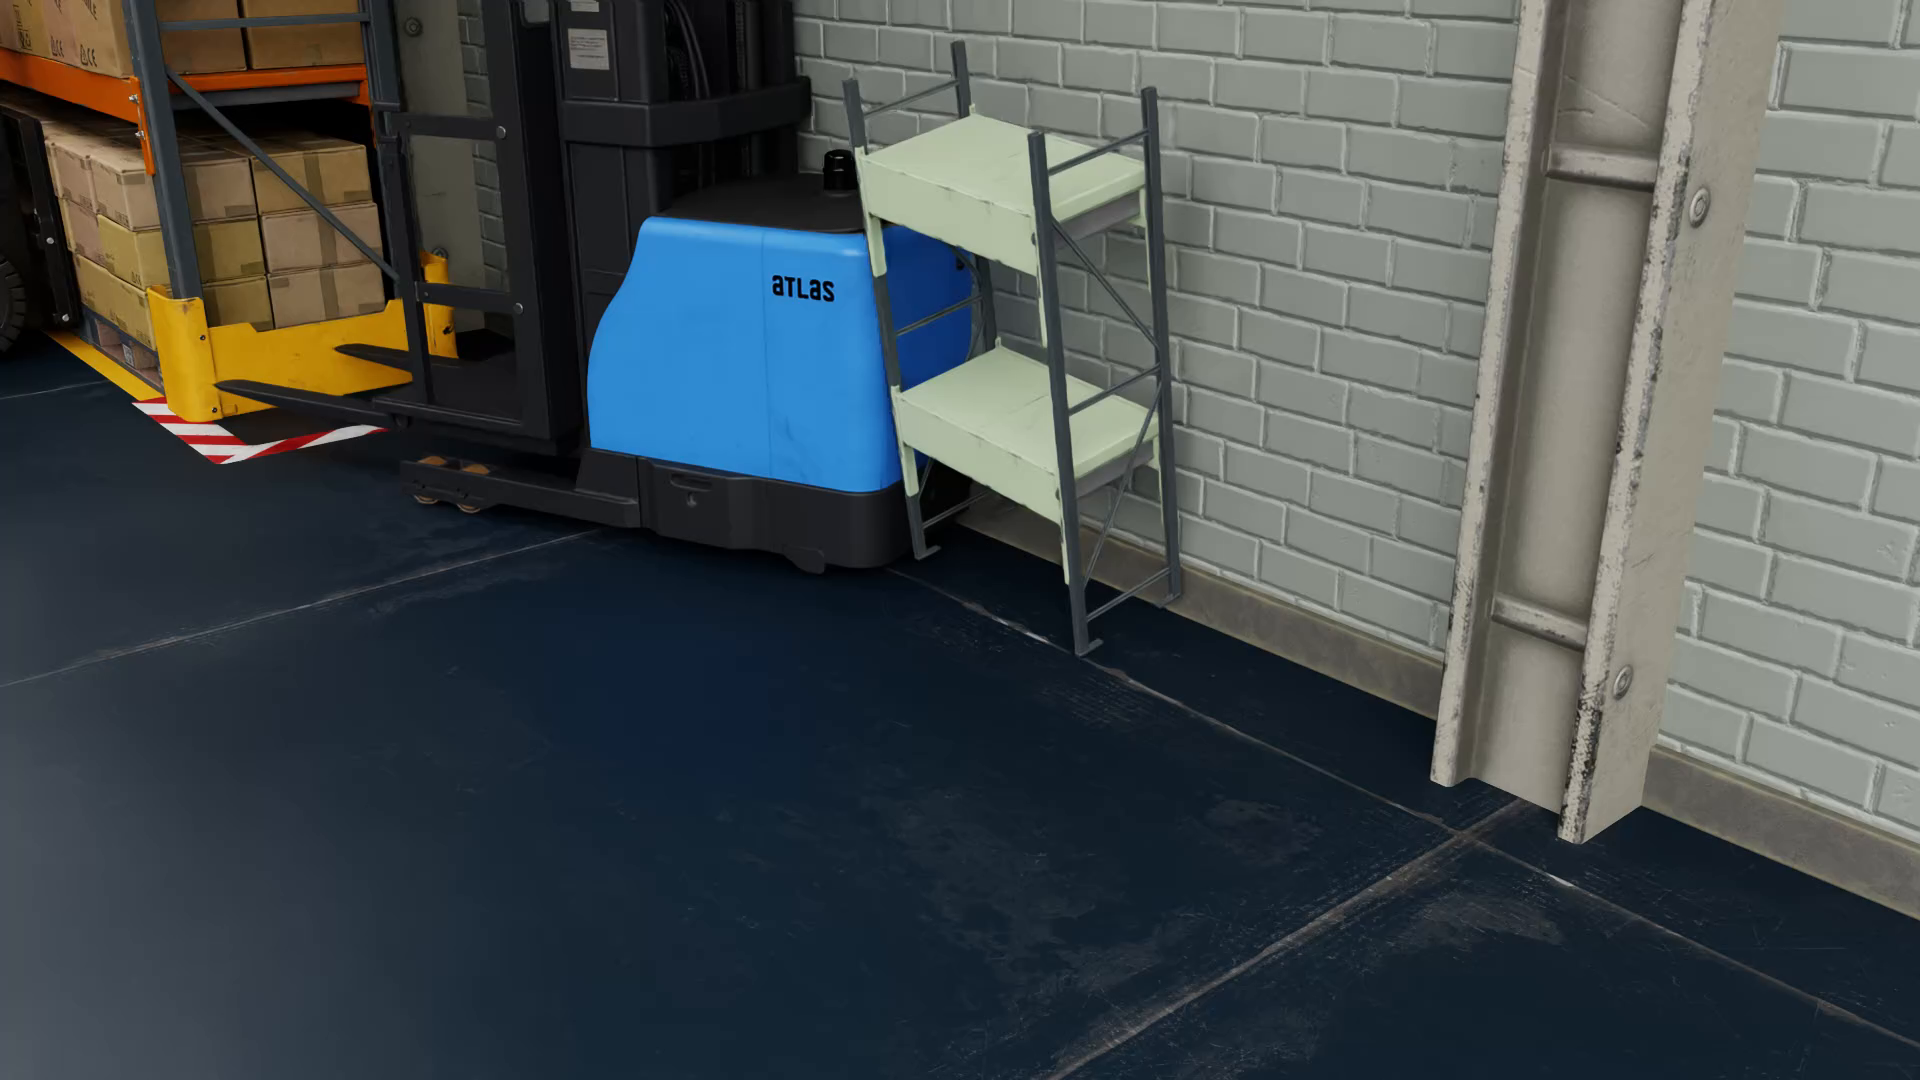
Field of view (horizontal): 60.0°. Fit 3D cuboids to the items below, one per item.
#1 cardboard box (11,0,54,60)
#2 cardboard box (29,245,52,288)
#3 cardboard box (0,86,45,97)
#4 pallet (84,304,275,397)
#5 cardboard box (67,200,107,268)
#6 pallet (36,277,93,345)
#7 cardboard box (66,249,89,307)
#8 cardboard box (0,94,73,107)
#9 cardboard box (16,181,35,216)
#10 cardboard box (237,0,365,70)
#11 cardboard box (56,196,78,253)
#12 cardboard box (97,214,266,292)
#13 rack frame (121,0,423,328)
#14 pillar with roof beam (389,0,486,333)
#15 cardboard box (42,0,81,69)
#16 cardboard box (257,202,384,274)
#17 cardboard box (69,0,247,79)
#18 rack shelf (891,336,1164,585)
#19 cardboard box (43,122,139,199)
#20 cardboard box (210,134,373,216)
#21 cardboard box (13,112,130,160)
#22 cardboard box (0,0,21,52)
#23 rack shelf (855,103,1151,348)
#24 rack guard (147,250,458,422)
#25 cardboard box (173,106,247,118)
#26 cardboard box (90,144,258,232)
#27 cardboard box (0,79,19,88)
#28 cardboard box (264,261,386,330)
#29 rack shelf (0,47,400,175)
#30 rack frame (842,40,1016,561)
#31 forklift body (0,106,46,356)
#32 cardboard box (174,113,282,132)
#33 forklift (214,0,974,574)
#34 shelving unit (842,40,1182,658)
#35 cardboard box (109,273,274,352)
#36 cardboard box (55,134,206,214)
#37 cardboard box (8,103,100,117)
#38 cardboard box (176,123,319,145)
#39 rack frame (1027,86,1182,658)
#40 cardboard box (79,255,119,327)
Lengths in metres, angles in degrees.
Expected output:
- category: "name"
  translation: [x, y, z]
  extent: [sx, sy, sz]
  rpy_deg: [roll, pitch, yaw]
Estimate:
- category: "cardboard box"
  translation: [-3.955, -2.460, 7.515]
  extent: [0.500, 0.500, 0.500]
  rpy_deg: [-18, 28, -38]
- category: "cardboard box"
  translation: [-4.308, -1.441, 8.245]
  extent: [0.500, 0.250, 0.500]
  rpy_deg: [-16, 27, -36]
- category: "cardboard box"
  translation: [-5.302, -2.331, 9.145]
  extent: [0.500, 0.250, 0.500]
  rpy_deg: [-18, 28, -38]
- category: "pallet"
  translation: [-3.300, -0.956, 7.636]
  extent: [1.003, 0.211, 1.213]
  rpy_deg: [-17, 27, -37]
- category: "cardboard box"
  translation: [-3.642, -1.402, 7.461]
  extent: [0.500, 0.250, 0.500]
  rpy_deg: [-18, 28, -38]
- category: "pallet"
  translation: [-4.092, -1.293, 8.496]
  extent: [1.003, 0.211, 1.213]
  rpy_deg: [-17, 27, -37]
- category: "cardboard box"
  translation: [-3.952, -1.303, 7.892]
  extent: [0.500, 0.250, 0.500]
  rpy_deg: [-17, 27, -37]
- category: "cardboard box"
  translation: [-4.975, -2.187, 8.779]
  extent: [0.500, 0.250, 0.500]
  rpy_deg: [-17, 27, -37]
- category: "cardboard box"
  translation: [-4.319, -1.679, 8.167]
  extent: [0.500, 0.250, 0.500]
  rpy_deg: [-18, 27, -38]
- category: "cardboard box"
  translation: [-2.882, -2.303, 7.113]
  extent: [0.500, 0.500, 0.500]
  rpy_deg: [-16, 27, -36]
- category: "cardboard box"
  translation: [-3.995, -1.540, 7.812]
  extent: [0.500, 0.250, 0.500]
  rpy_deg: [-18, 28, -39]
- category: "cardboard box"
  translation: [-3.323, -1.261, 7.100]
  extent: [0.500, 0.250, 0.500]
  rpy_deg: [-18, 28, -38]
- category: "rack frame"
  translation: [-2.769, -2.053, 6.613]
  extent: [1.000, 3.000, 0.127]
  rpy_deg: [-17, 27, -37]
- category: "pillar with roof beam"
  translation: [-5.802, -4.229, 3.942]
  extent: [9.100, 9.000, 0.400]
  rpy_deg: [-17, 27, -37]
- category: "cardboard box"
  translation: [-3.620, -2.319, 7.154]
  extent: [0.500, 0.500, 0.500]
  rpy_deg: [-16, 27, -36]
- category: "cardboard box"
  translation: [-2.918, -1.381, 7.405]
  extent: [0.500, 0.250, 0.500]
  rpy_deg: [-17, 27, -36]
- category: "cardboard box"
  translation: [-3.289, -2.173, 6.783]
  extent: [0.500, 0.500, 0.500]
  rpy_deg: [-18, 28, -39]
- category: "rack shelf"
  translation: [0.204, -0.245, 4.753]
  extent: [0.431, 0.370, 0.720]
  rpy_deg: [-28, 38, -29]
- category: "cardboard box"
  translation: [-3.980, -1.764, 7.698]
  extent: [0.500, 0.250, 0.500]
  rpy_deg: [-17, 27, -37]
- category: "cardboard box"
  translation: [-2.939, -1.612, 7.310]
  extent: [0.500, 0.250, 0.500]
  rpy_deg: [-18, 28, -38]
- category: "cardboard box"
  translation: [-4.305, -1.906, 8.060]
  extent: [0.500, 0.250, 0.500]
  rpy_deg: [-18, 28, -38]
- category: "cardboard box"
  translation: [-4.292, -2.597, 7.863]
  extent: [0.500, 0.500, 0.500]
  rpy_deg: [-17, 27, -37]
- category: "rack shelf"
  translation: [0.124, -0.844, 4.368]
  extent: [0.431, 0.370, 0.720]
  rpy_deg: [-28, 38, -29]
- category: "rack guard"
  translation: [-2.753, -0.883, 7.052]
  extent: [1.175, 0.500, 0.348]
  rpy_deg: [-17, 27, -37]
- category: "cardboard box"
  translation: [-3.915, -2.033, 8.385]
  extent: [0.500, 0.250, 0.500]
  rpy_deg: [-18, 28, -38]
- category: "cardboard box"
  translation: [-3.305, -1.487, 6.991]
  extent: [0.500, 0.250, 0.500]
  rpy_deg: [-16, 27, -36]
- category: "cardboard box"
  translation: [-6.229, -2.606, 10.705]
  extent: [0.875, 0.625, 0.625]
  rpy_deg: [-18, 28, -38]
- category: "cardboard box"
  translation: [-2.941, -1.151, 7.503]
  extent: [0.500, 0.250, 0.500]
  rpy_deg: [-17, 27, -37]
- category: "rack shelf"
  translation: [-4.074, -2.271, 8.155]
  extent: [1.077, 0.370, 4.000]
  rpy_deg: [-17, 27, -37]
- category: "rack frame"
  translation: [-0.064, -0.649, 4.829]
  extent: [0.400, 1.500, 0.023]
  rpy_deg: [-28, 38, -29]
- category: "forklift body"
  translation: [-5.388, -1.748, 6.997]
  extent: [2.313, 2.155, 1.214]
  rpy_deg: [-17, 27, -37]
- category: "cardboard box"
  translation: [-3.586, -1.890, 8.019]
  extent: [0.500, 0.250, 0.500]
  rpy_deg: [-18, 27, -38]
- category: "forklift"
  translation: [-1.372, -1.616, 5.591]
  extent: [3.031, 2.935, 1.130]
  rpy_deg: [10, 24, 25]
- category: "shelving unit"
  translation: [0.167, -0.518, 4.577]
  extent: [0.431, 1.500, 0.755]
  rpy_deg: [-28, 38, -29]
- category: "cardboard box"
  translation: [-3.315, -1.023, 7.178]
  extent: [0.500, 0.250, 0.500]
  rpy_deg: [-17, 27, -37]
- category: "cardboard box"
  translation: [-3.643, -1.627, 7.348]
  extent: [0.500, 0.250, 0.500]
  rpy_deg: [-17, 27, -36]
- category: "cardboard box"
  translation: [-4.642, -2.052, 8.435]
  extent: [0.500, 0.250, 0.500]
  rpy_deg: [-16, 27, -36]
- category: "cardboard box"
  translation: [-3.268, -1.749, 7.660]
  extent: [0.500, 0.250, 0.500]
  rpy_deg: [-17, 27, -37]
- category: "rack frame"
  translation: [0.398, -0.387, 4.326]
  extent: [0.400, 1.500, 0.023]
  rpy_deg: [-28, 38, -29]
- category: "cardboard box"
  translation: [-3.632, -1.163, 7.534]
  extent: [0.500, 0.250, 0.500]
  rpy_deg: [-17, 27, -37]
